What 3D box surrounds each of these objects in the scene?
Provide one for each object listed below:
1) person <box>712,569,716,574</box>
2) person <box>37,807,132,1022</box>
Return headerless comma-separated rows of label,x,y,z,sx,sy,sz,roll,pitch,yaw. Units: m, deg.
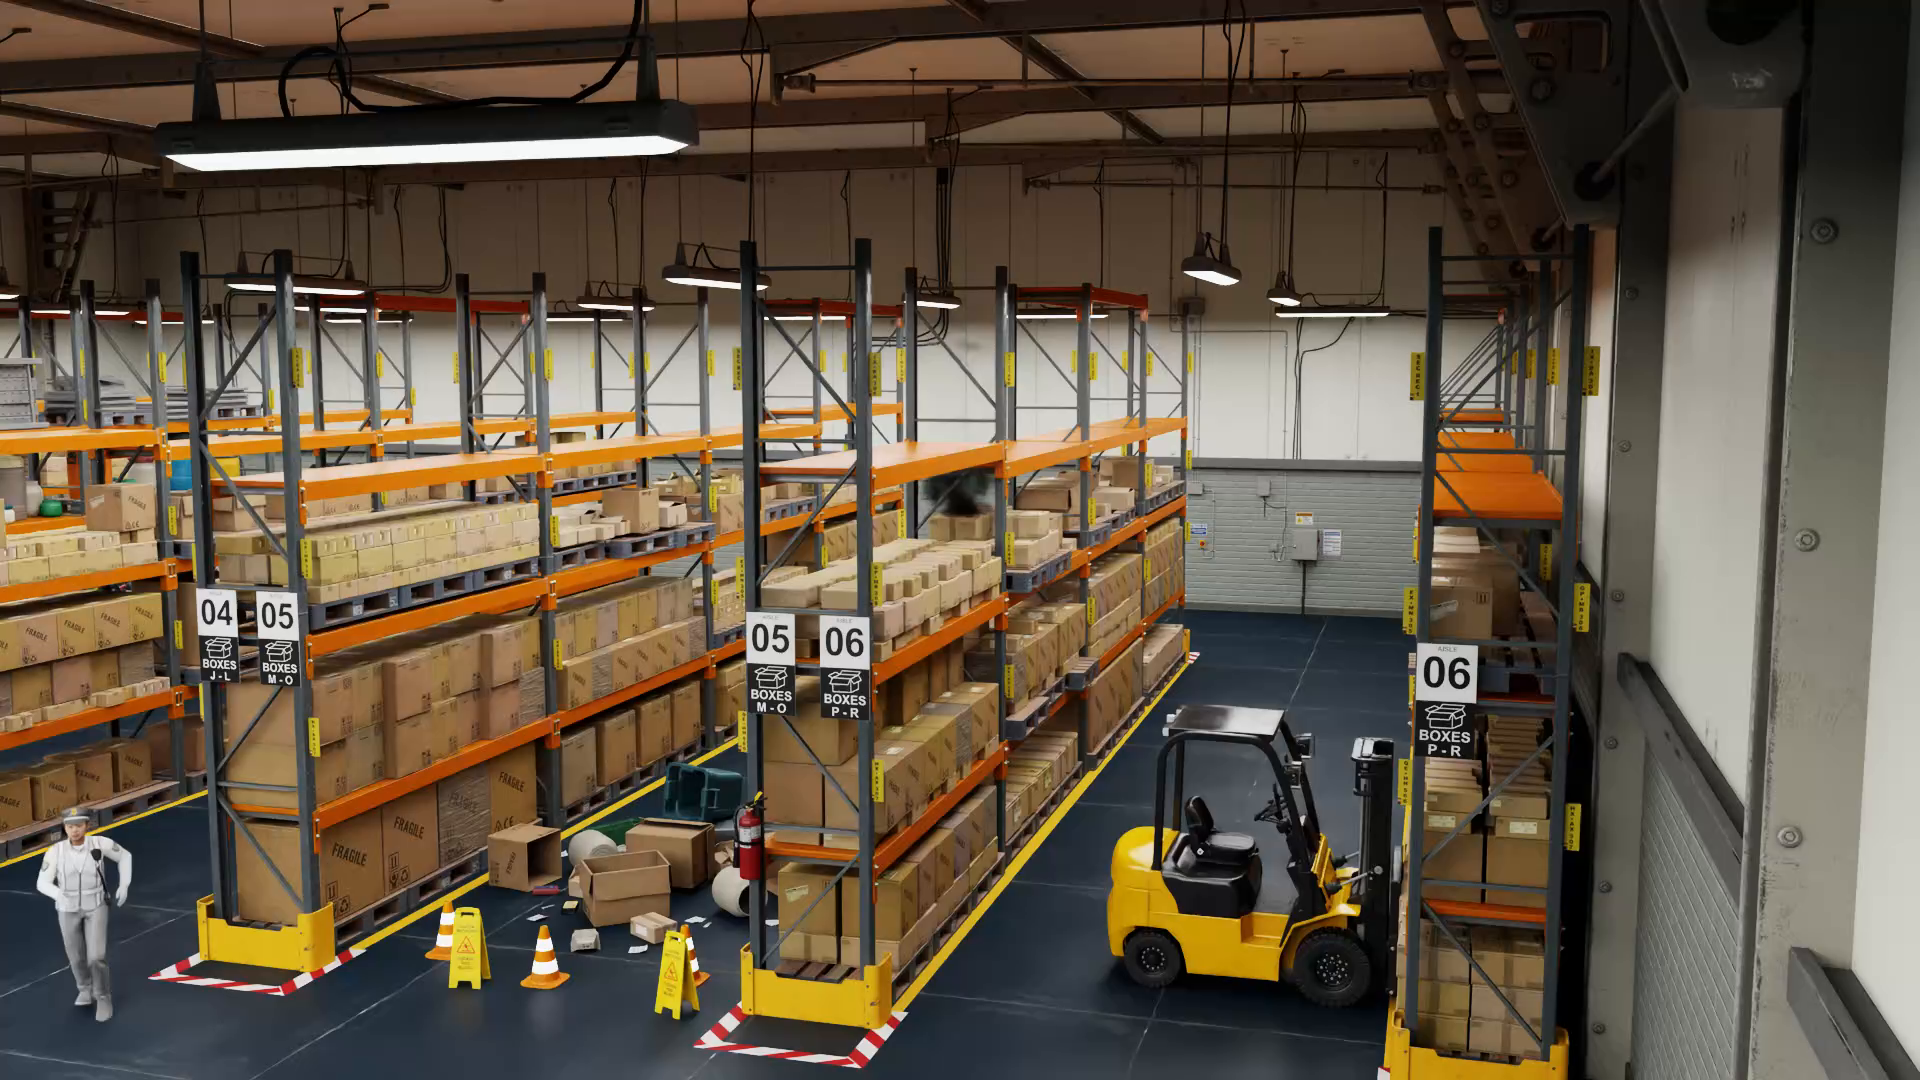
person,-4.038,1.295,27.261,0.585,1.674,0.947,3,7,22
person,-6.793,2.904,12.918,0.635,1.742,0.697,-2,7,-20
